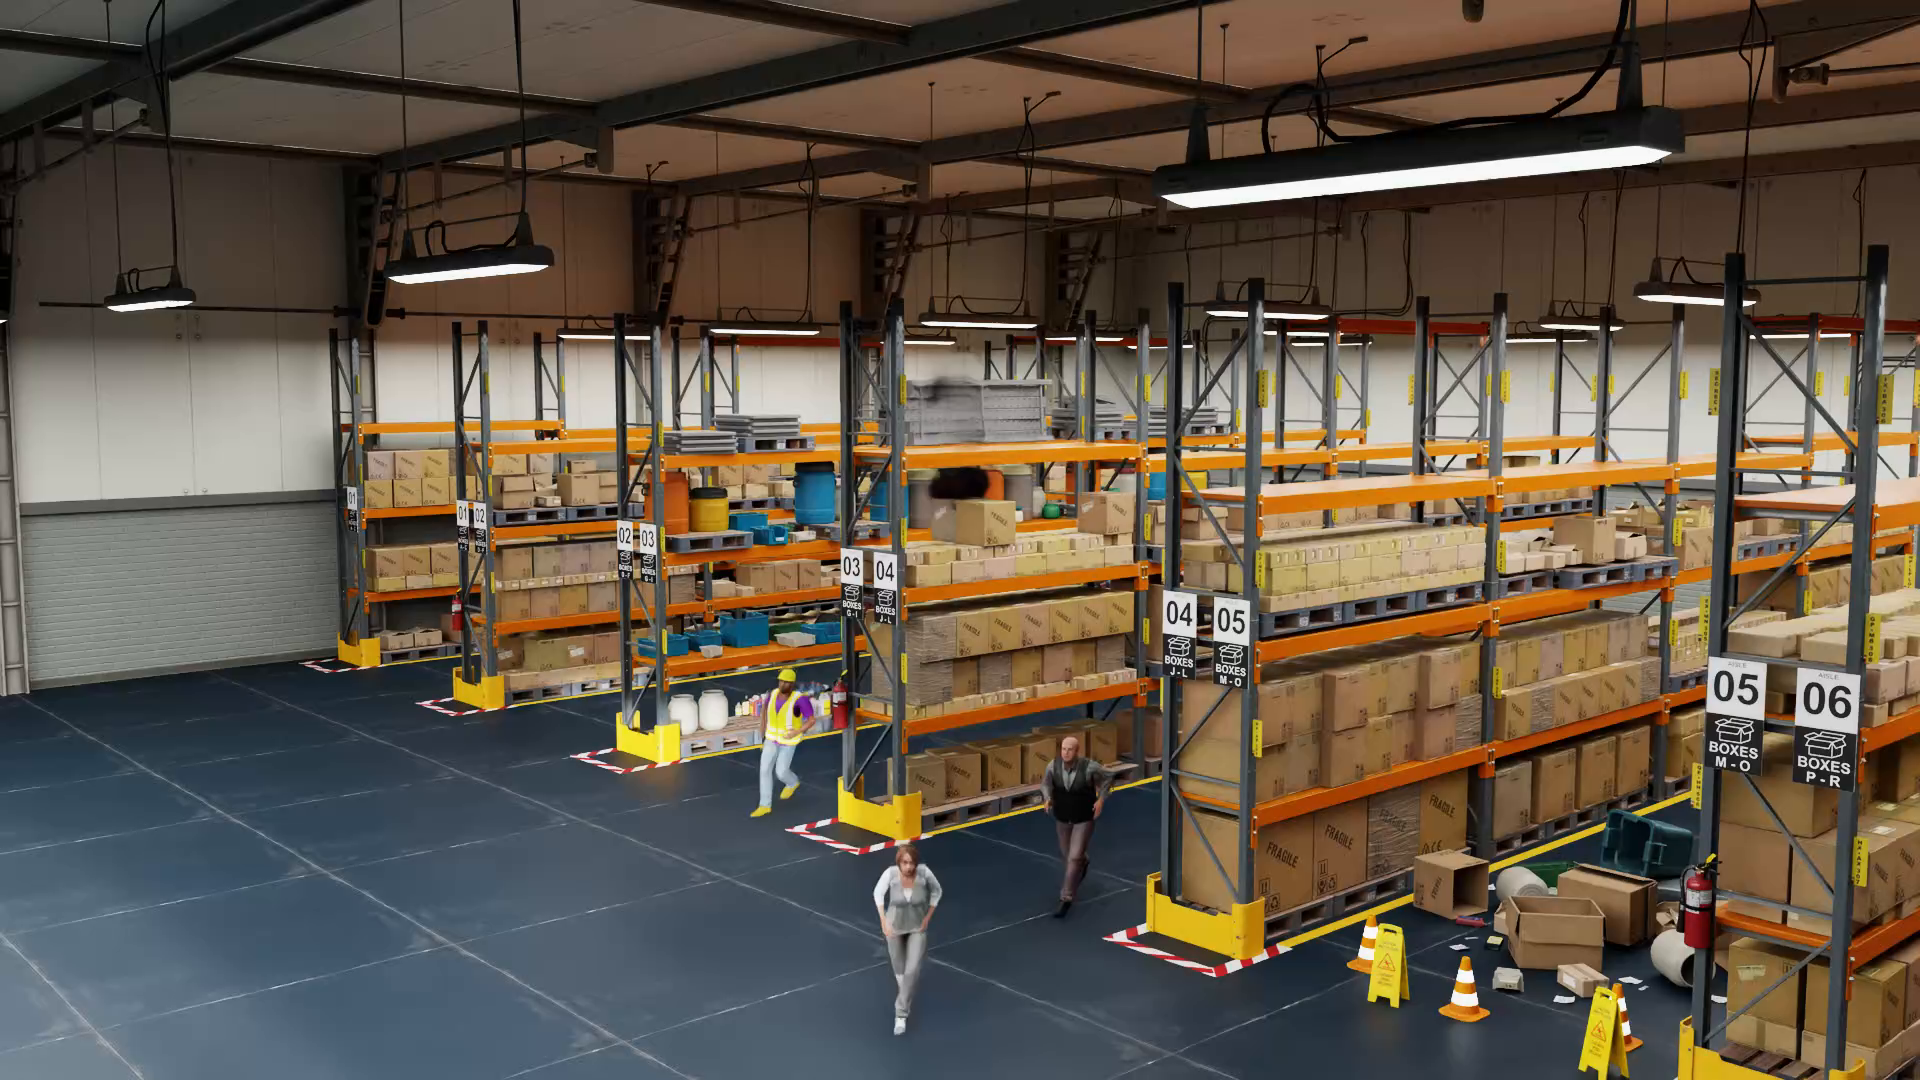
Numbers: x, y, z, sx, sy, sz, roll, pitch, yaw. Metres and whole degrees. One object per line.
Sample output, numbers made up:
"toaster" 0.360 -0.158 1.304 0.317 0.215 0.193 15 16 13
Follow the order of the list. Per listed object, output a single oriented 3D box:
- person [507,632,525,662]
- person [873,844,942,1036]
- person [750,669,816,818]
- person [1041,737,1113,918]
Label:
"person" -7.808 1.435 28.917 0.683 1.829 0.768 4 7 32
"person" -0.427 3.113 13.328 0.539 1.546 0.818 -1 6 -8
"person" -2.051 2.370 19.692 0.750 1.738 0.860 2 6 23
"person" 1.136 2.724 16.239 0.695 1.691 1.055 2 6 20
